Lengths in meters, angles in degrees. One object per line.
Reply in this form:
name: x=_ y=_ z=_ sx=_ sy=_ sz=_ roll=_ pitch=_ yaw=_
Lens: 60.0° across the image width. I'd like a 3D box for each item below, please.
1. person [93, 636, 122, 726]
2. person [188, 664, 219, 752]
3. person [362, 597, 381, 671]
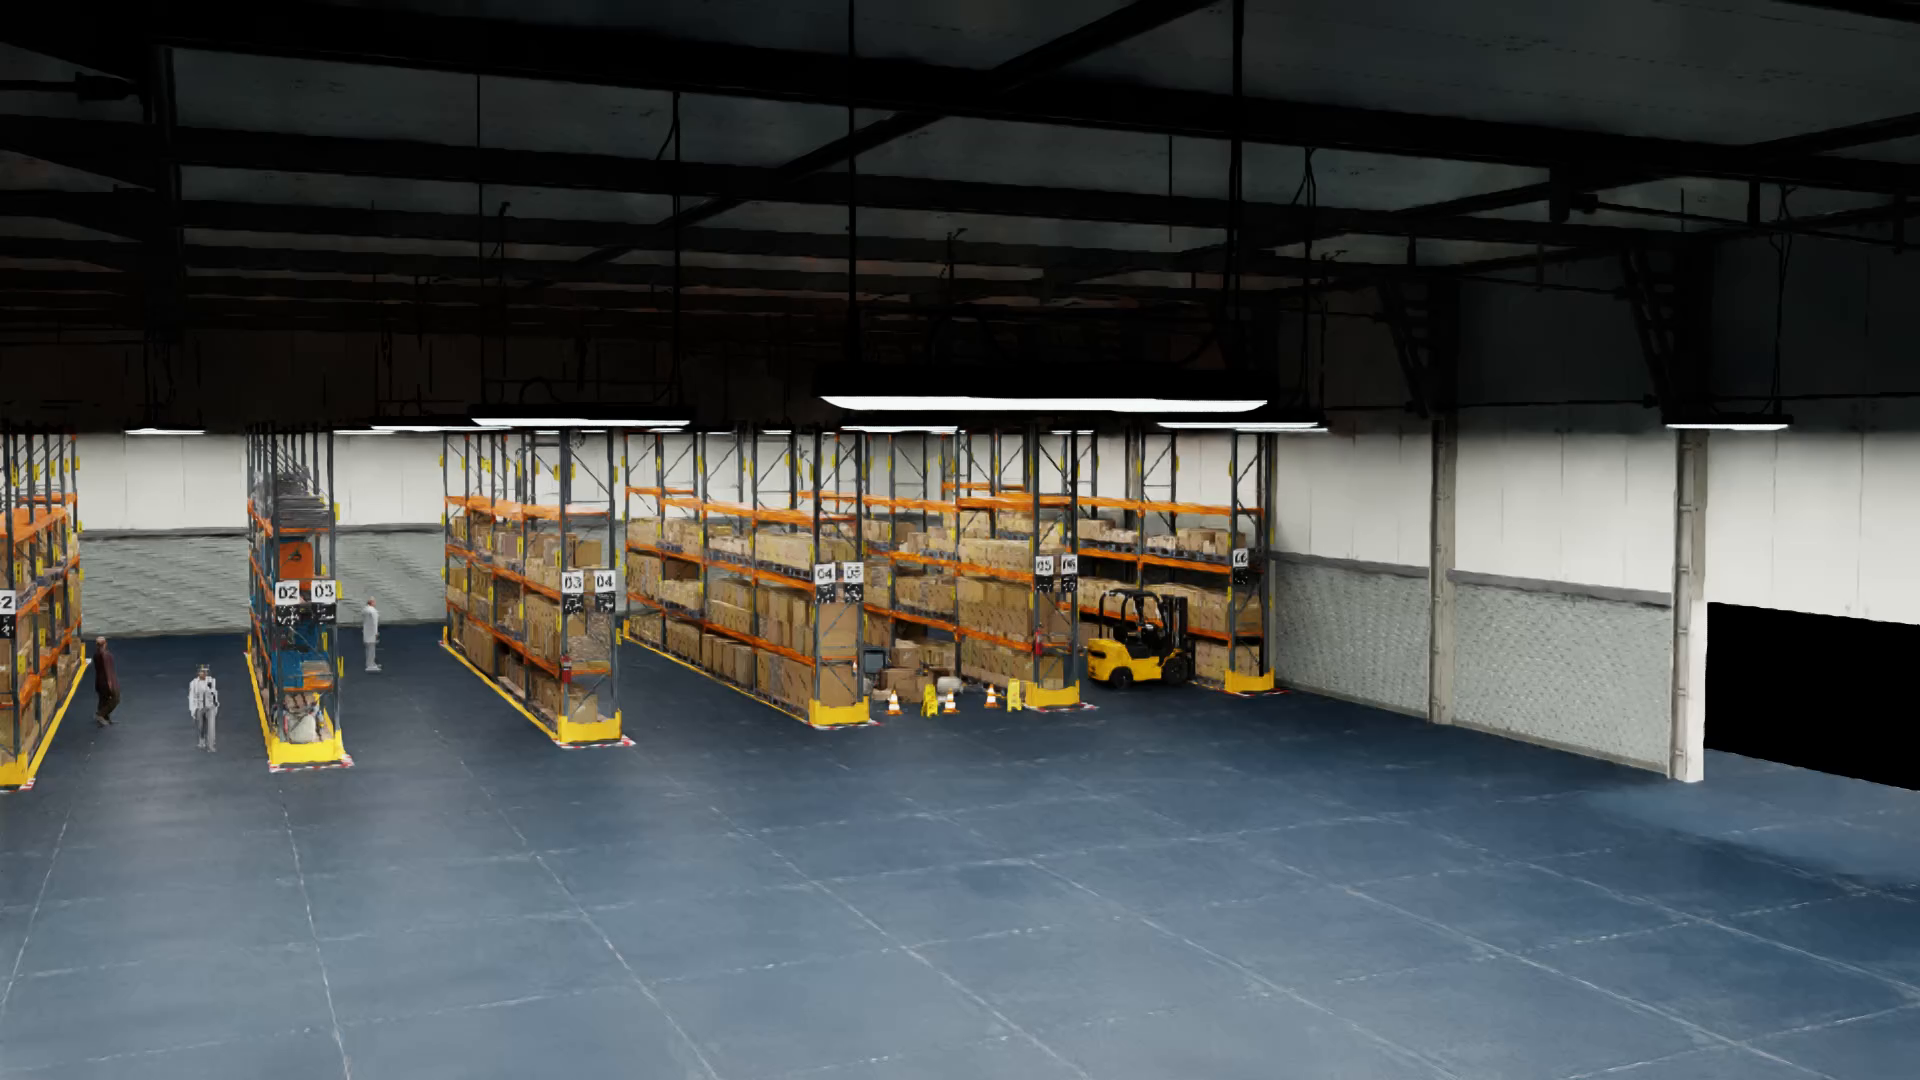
person: x=-16.863 y=2.782 z=32.785 sx=0.634 sy=1.779 sz=0.517 roll=3 pitch=5 yaw=41
person: x=-13.714 y=3.023 z=30.149 sx=0.495 sy=1.589 sz=1.086 roll=-1 pitch=4 yaw=-23
person: x=-14.334 y=2.277 z=40.606 sx=0.522 sy=1.787 sz=0.652 roll=-4 pitch=5 yaw=-45
